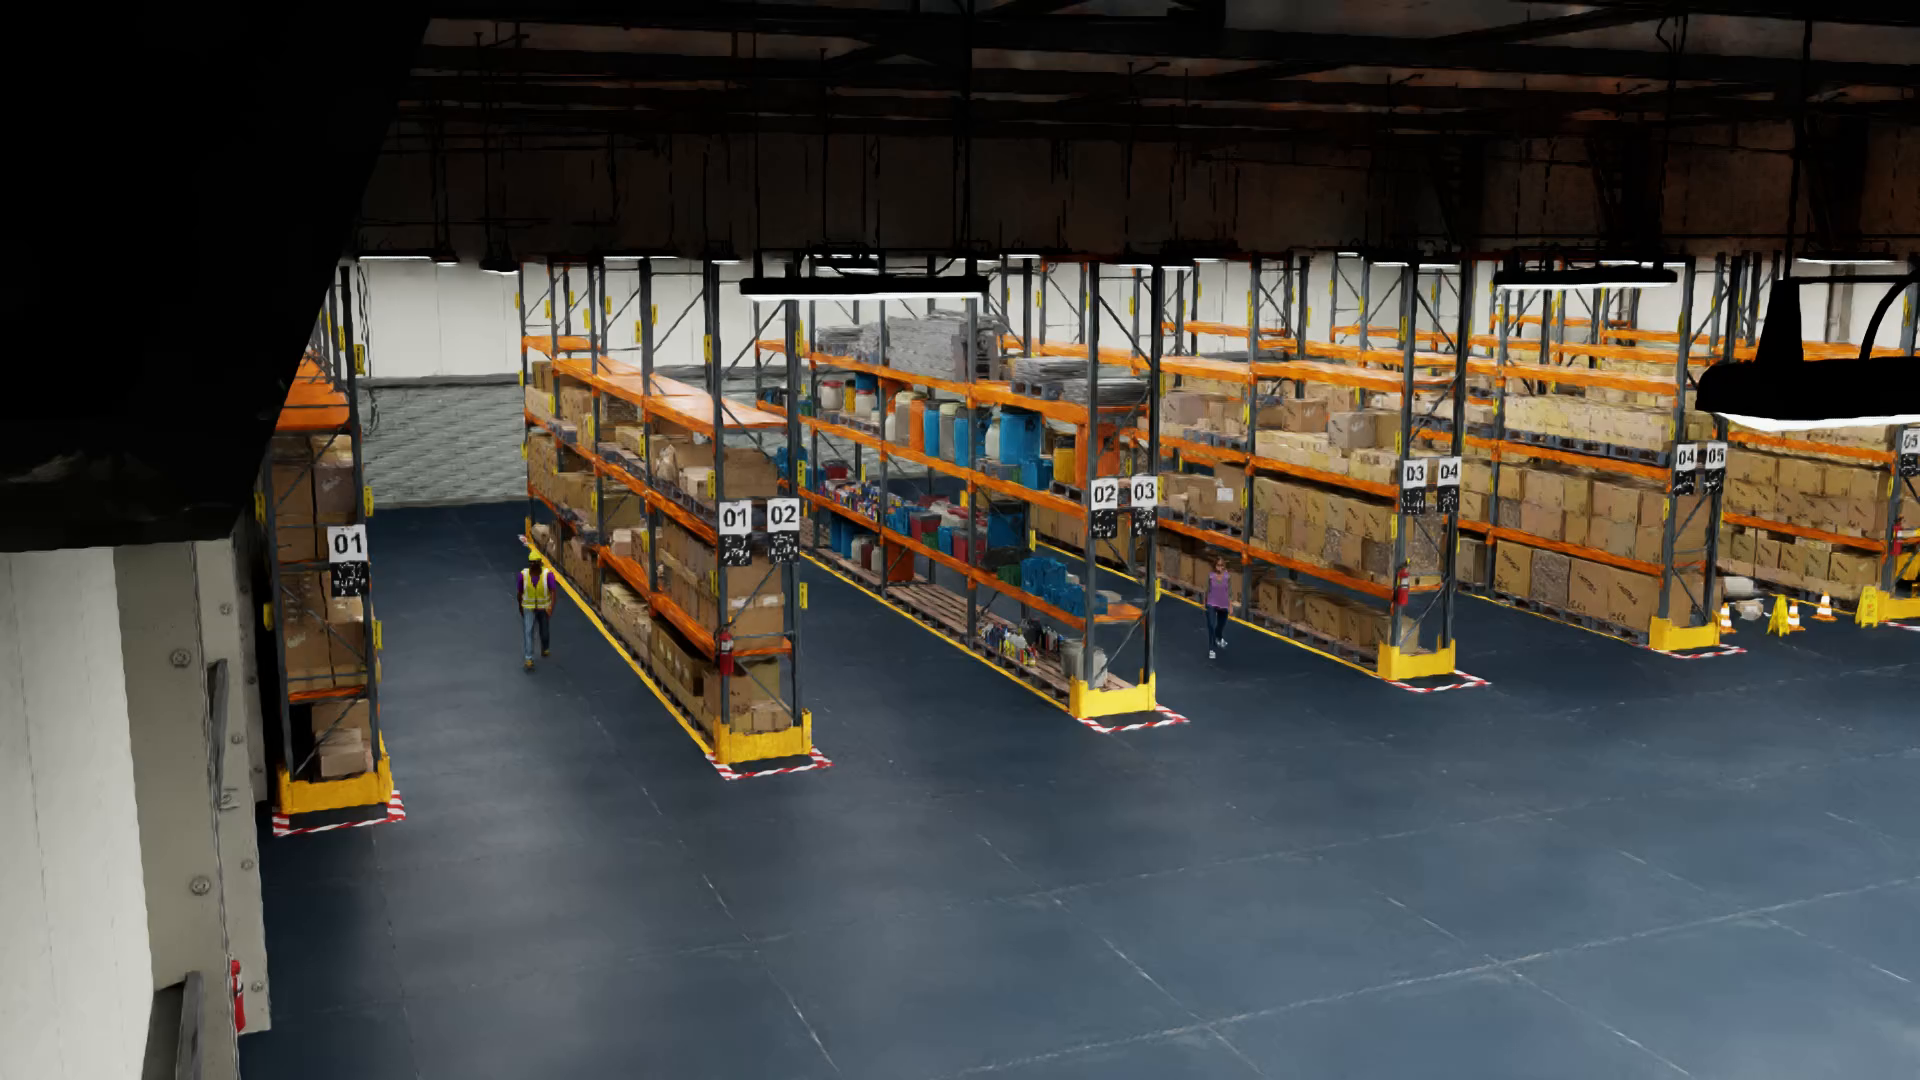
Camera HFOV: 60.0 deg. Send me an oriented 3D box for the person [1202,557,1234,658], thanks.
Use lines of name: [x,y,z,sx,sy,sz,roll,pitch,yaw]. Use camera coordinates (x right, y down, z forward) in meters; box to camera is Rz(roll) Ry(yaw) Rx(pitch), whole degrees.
person: [3.937,0.977,25.391,0.455,1.531,0.868,0,10,-1]

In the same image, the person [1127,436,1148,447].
person: [4.450,-2.062,41.316,0.699,1.771,0.547,6,12,31]

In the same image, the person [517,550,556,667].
person: [-6.306,0.992,24.827,0.570,1.708,1.039,-3,11,-14]
